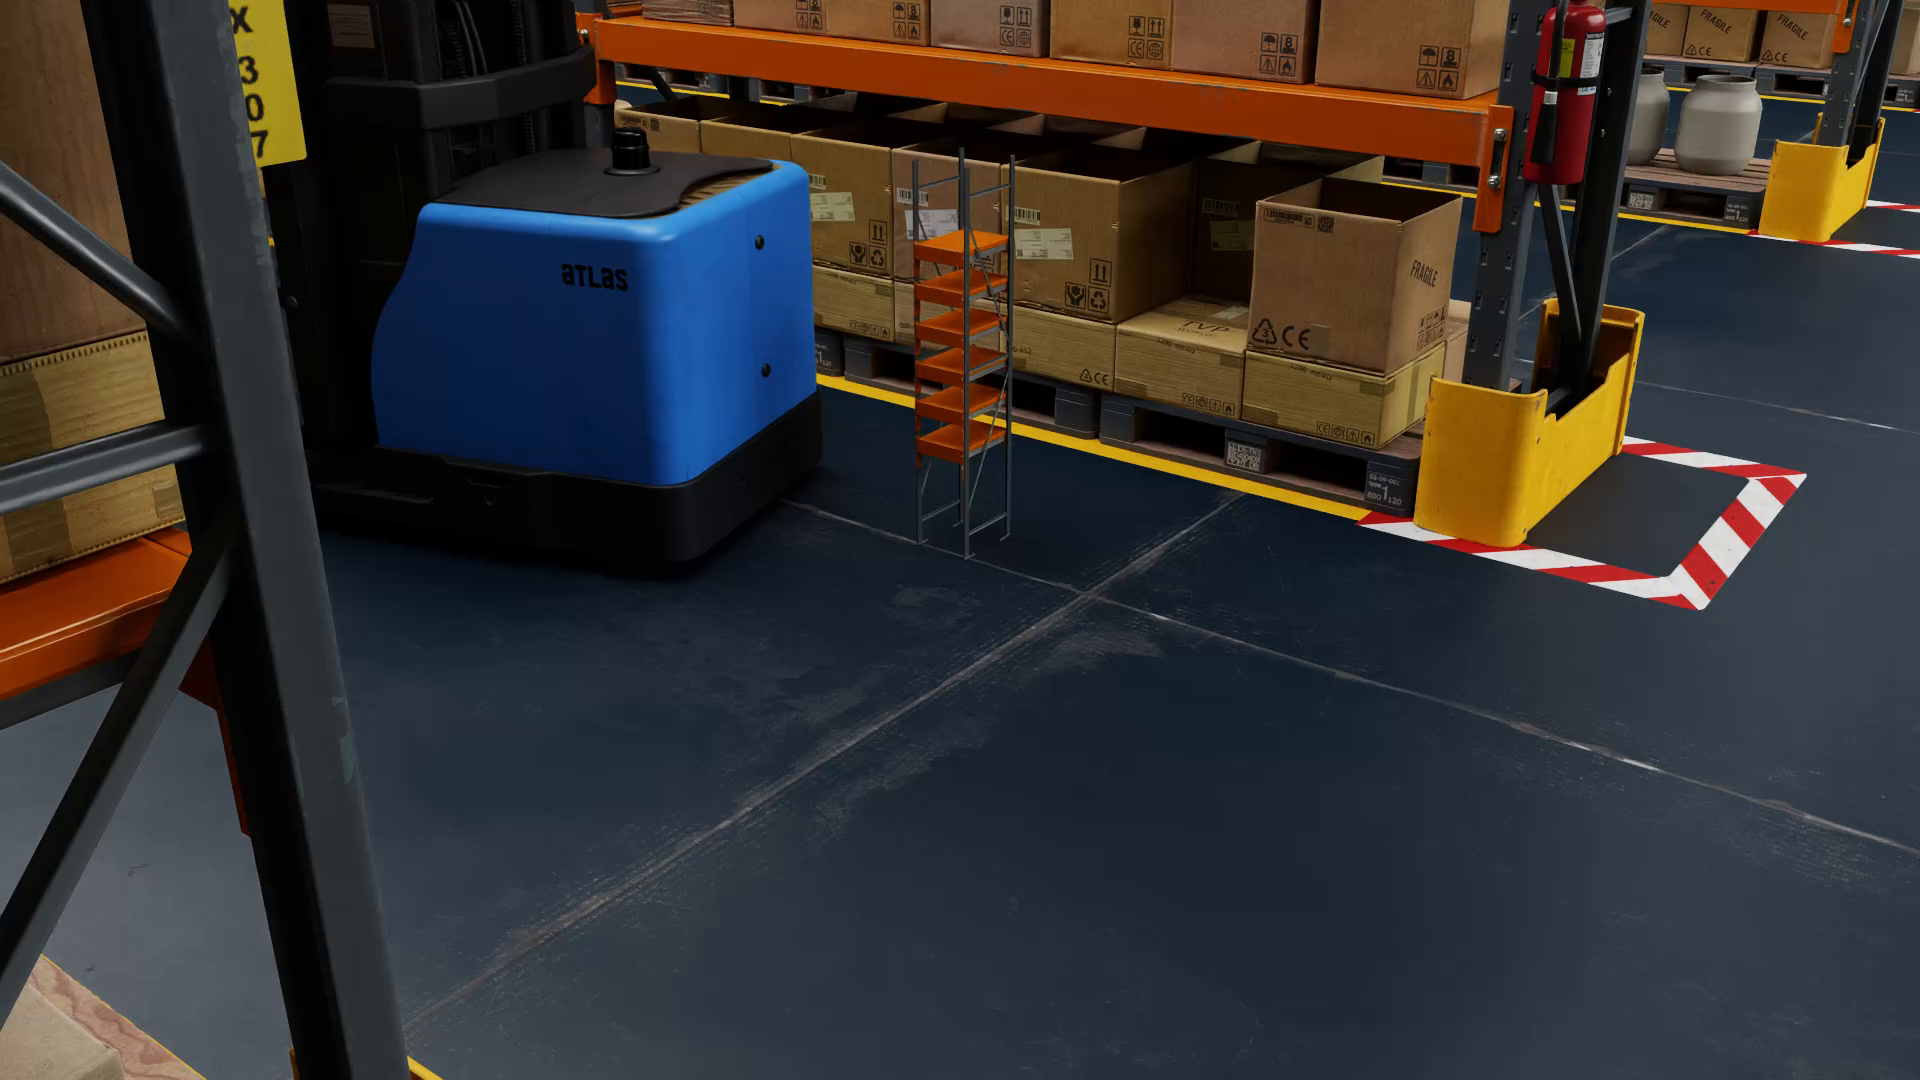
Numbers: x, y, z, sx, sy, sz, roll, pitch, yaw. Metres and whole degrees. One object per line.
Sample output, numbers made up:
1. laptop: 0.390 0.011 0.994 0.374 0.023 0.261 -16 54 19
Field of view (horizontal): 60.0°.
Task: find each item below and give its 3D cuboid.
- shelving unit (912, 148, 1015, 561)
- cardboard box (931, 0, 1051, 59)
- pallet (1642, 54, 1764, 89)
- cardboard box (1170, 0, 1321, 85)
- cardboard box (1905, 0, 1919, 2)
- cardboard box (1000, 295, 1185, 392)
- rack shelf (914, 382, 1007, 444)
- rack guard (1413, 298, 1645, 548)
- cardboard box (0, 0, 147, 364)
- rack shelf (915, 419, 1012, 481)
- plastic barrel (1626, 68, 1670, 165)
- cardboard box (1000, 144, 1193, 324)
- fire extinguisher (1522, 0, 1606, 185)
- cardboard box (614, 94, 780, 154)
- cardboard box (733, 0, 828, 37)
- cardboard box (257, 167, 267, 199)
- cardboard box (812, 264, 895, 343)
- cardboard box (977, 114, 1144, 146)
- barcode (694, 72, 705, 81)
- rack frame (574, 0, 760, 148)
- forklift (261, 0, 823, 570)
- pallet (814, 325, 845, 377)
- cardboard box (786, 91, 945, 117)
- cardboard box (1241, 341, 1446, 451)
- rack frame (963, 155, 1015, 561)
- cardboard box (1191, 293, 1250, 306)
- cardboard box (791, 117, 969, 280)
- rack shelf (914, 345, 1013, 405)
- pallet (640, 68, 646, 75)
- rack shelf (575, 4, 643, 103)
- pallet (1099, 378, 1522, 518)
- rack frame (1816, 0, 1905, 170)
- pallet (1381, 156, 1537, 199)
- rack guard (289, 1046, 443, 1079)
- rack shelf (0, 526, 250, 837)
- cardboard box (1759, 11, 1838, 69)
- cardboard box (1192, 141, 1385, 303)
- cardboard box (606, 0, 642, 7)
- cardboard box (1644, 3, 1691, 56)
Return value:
1. shelving unit: 0.012 -0.546 5.000 0.189 1.200 0.258 17 29 33
2. cardboard box: 0.301 -2.109 6.192 0.500 0.500 0.700 18 29 35
3. pallet: 6.190 -4.013 14.096 1.213 0.211 1.003 17 29 33
4. cardboard box: 1.118 -1.861 5.629 0.500 0.500 0.700 18 29 35
5. cardboard box: 9.620 -5.918 17.076 0.875 0.875 0.875 16 29 32
6. cardboard box: 0.493 -0.778 6.185 0.500 0.250 0.500 17 29 33
7. rack shelf: 0.012 -0.395 5.066 0.180 0.103 0.258 17 29 33
8. rack guard: 1.927 -0.423 5.590 0.348 0.500 1.175 17 29 33
9. cardboard box: -1.262 -0.469 1.826 0.500 0.500 0.500 17 29 33
10. rack shelf: 0.012 -0.285 5.115 0.180 0.103 0.258 17 29 33
11. plastic barrel: 3.907 -2.479 9.721 0.421 0.512 0.421 0 24 0
12. cardboard box: 0.491 -1.120 6.032 0.500 0.500 0.500 17 29 33
13. fire extinguisher: 1.723 -1.359 4.709 0.183 0.674 0.296 17 29 33
14. cardboard box: -1.110 -1.604 7.129 0.500 0.500 0.500 17 29 33
15. cardboard box: -0.509 -2.355 6.750 0.500 0.500 0.700 16 29 33
16. cardboard box: -3.429 -1.974 8.900 0.500 0.250 0.500 16 28 32
17. cardboard box: -0.310 -1.019 6.731 0.500 0.250 0.500 17 29 33
18. cardboard box: 0.413 -1.415 6.700 0.500 0.500 0.500 17 29 33
19. barcode: -1.248 -2.233 7.961 0.075 0.075 0.001 17 29 33
20. rack frame: -1.293 -2.540 7.294 0.127 3.000 1.000 17 29 33
21. forklift: -2.043 -1.605 5.258 3.031 2.935 1.130 8 25 19
22. pallet: -0.682 -1.058 7.389 1.213 0.211 1.003 17 29 33
23. cardboard box: -0.398 -1.651 7.235 0.500 0.500 0.500 17 29 33
24. cardboard box: 1.301 -0.541 5.646 0.500 0.250 0.500 17 29 33
25. rack frame: 0.085 -0.523 4.950 0.006 1.200 0.240 17 29 33
26. cardboard box: 1.209 -0.828 6.297 0.500 0.250 0.500 17 29 33
27. cardboard box: -0.310 -1.362 6.580 0.500 0.500 0.500 17 29 33
28. rack shelf: 0.012 -0.505 5.018 0.180 0.103 0.258 17 29 33
29. pallet: -3.148 -4.301 14.749 1.213 0.211 1.003 17 29 33
30. rack shelf: -2.894 -2.694 8.537 4.000 0.370 1.077 17 29 33
31. pallet: 1.270 -0.468 6.050 1.213 0.211 1.003 17 29 33
32. rack frame: 4.881 -3.170 8.724 0.127 3.000 1.000 17 29 33
33. pallet: 3.173 -2.390 10.413 1.213 0.211 1.003 17 29 33
34. rack guard: -1.121 1.152 2.015 0.348 0.500 1.175 17 29 33
35. rack shelf: -2.661 -0.128 2.712 4.000 0.370 1.077 17 29 33
36. cardboard box: 6.863 -4.106 13.428 0.500 0.500 0.500 -17 29 -34
37. cardboard box: 1.210 -1.171 6.147 0.500 0.500 0.500 17 29 33
38. cardboard box: -1.714 -2.576 7.563 0.500 0.250 0.500 19 30 36
39. cardboard box: 5.954 -4.413 14.125 0.500 0.500 0.500 14 27 29
